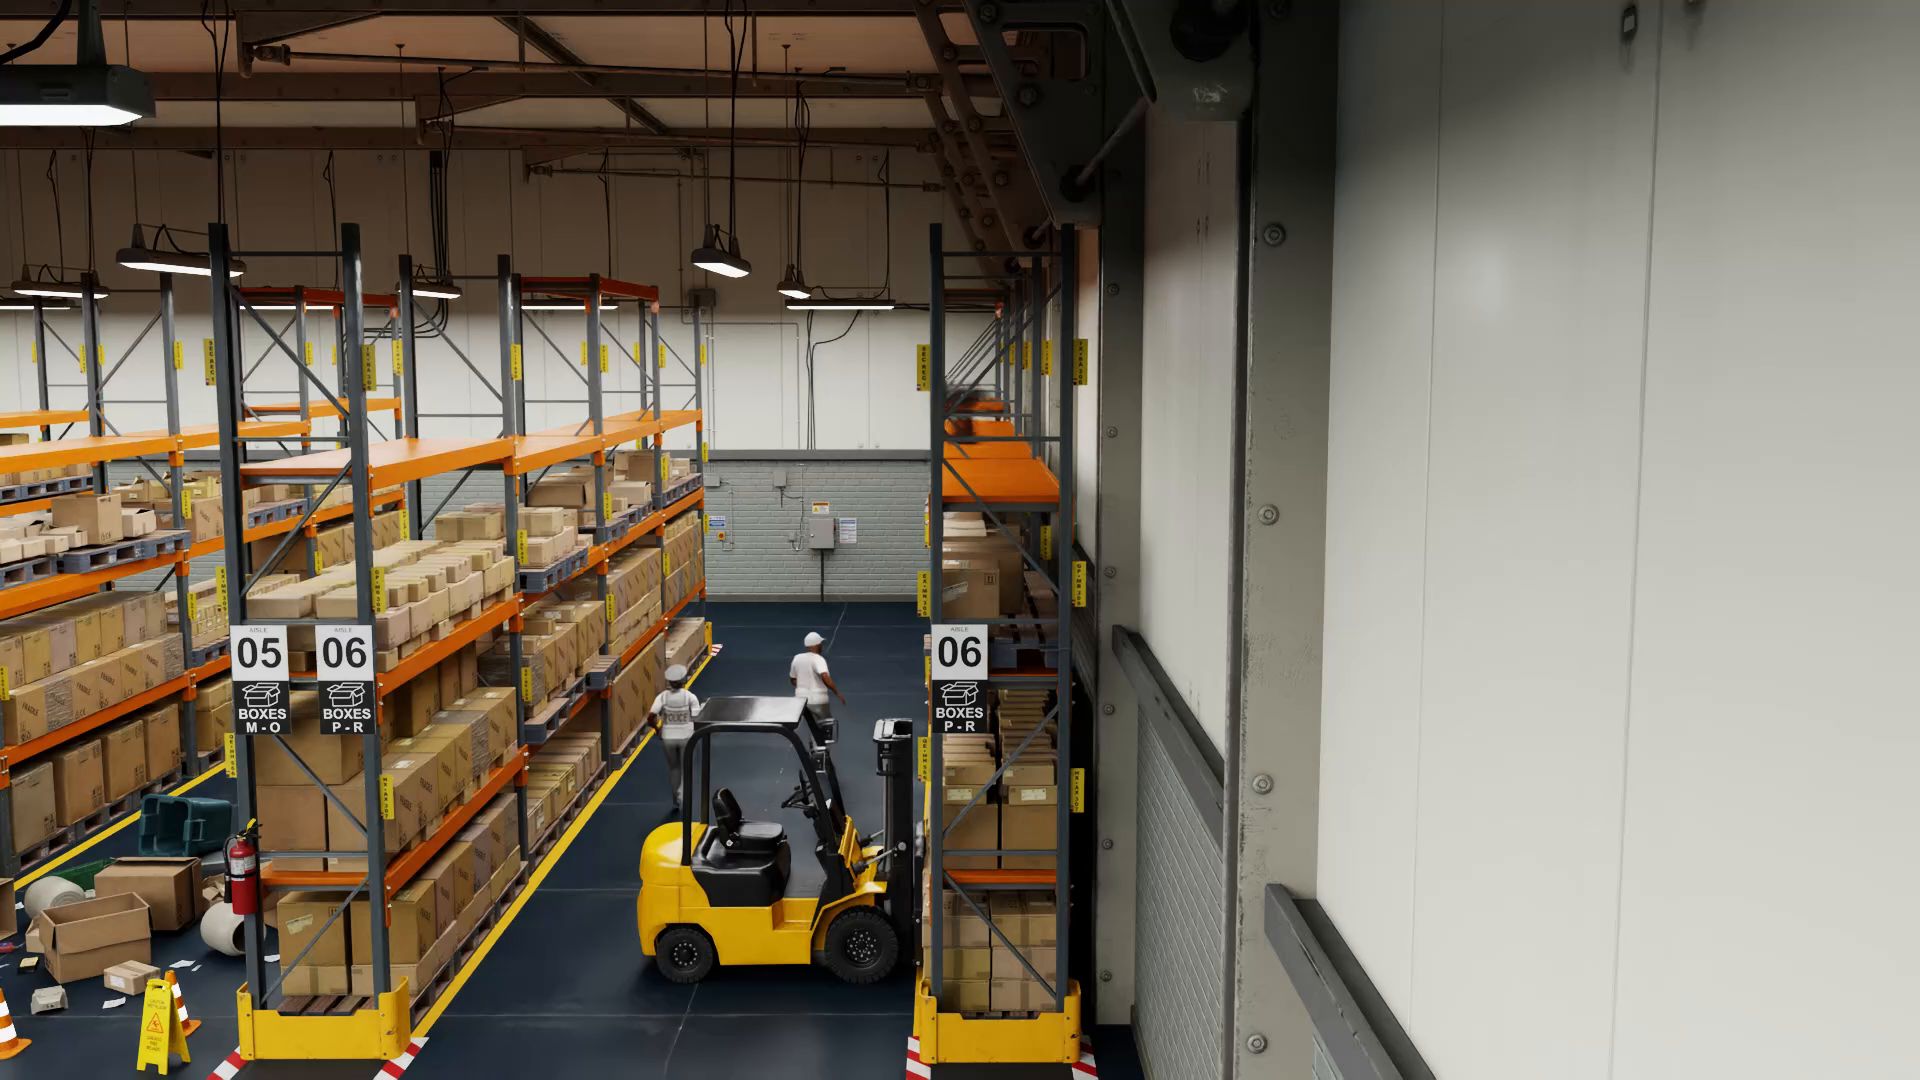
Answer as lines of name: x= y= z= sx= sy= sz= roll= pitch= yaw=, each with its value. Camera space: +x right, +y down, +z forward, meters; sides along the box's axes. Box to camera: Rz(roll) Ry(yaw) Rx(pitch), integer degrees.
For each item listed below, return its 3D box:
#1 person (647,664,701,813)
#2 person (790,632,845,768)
person: x=-3.116 y=2.195 z=18.306 sx=0.596 sy=1.666 sz=0.866 roll=0 pitch=7 yaw=-1
person: x=-1.778 y=1.994 z=20.266 sx=0.821 sy=1.701 sz=0.666 roll=3 pitch=7 yaw=23
